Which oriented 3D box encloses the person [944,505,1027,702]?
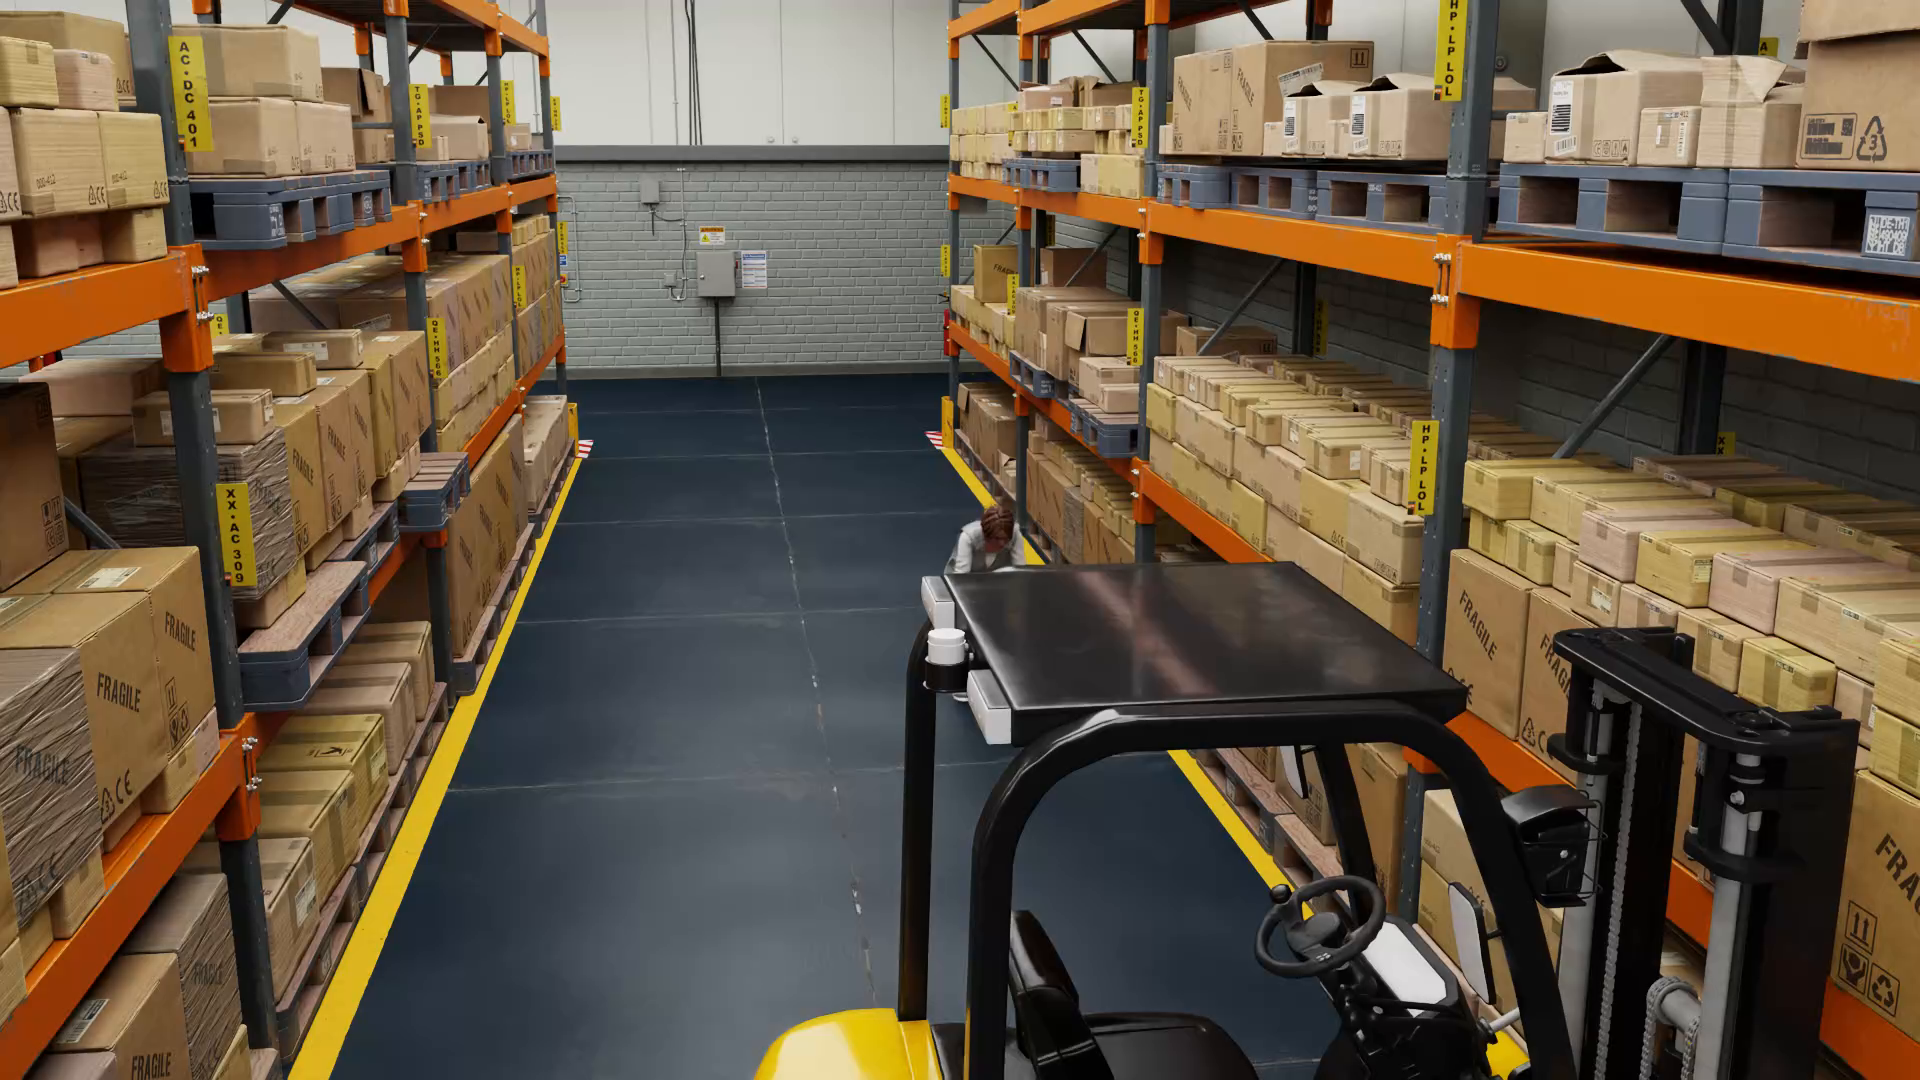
[{"bbox_3d":[0.152,0.340,9.503,0.462,1.175,0.710,-3,14,-12],"label":"person"}]
